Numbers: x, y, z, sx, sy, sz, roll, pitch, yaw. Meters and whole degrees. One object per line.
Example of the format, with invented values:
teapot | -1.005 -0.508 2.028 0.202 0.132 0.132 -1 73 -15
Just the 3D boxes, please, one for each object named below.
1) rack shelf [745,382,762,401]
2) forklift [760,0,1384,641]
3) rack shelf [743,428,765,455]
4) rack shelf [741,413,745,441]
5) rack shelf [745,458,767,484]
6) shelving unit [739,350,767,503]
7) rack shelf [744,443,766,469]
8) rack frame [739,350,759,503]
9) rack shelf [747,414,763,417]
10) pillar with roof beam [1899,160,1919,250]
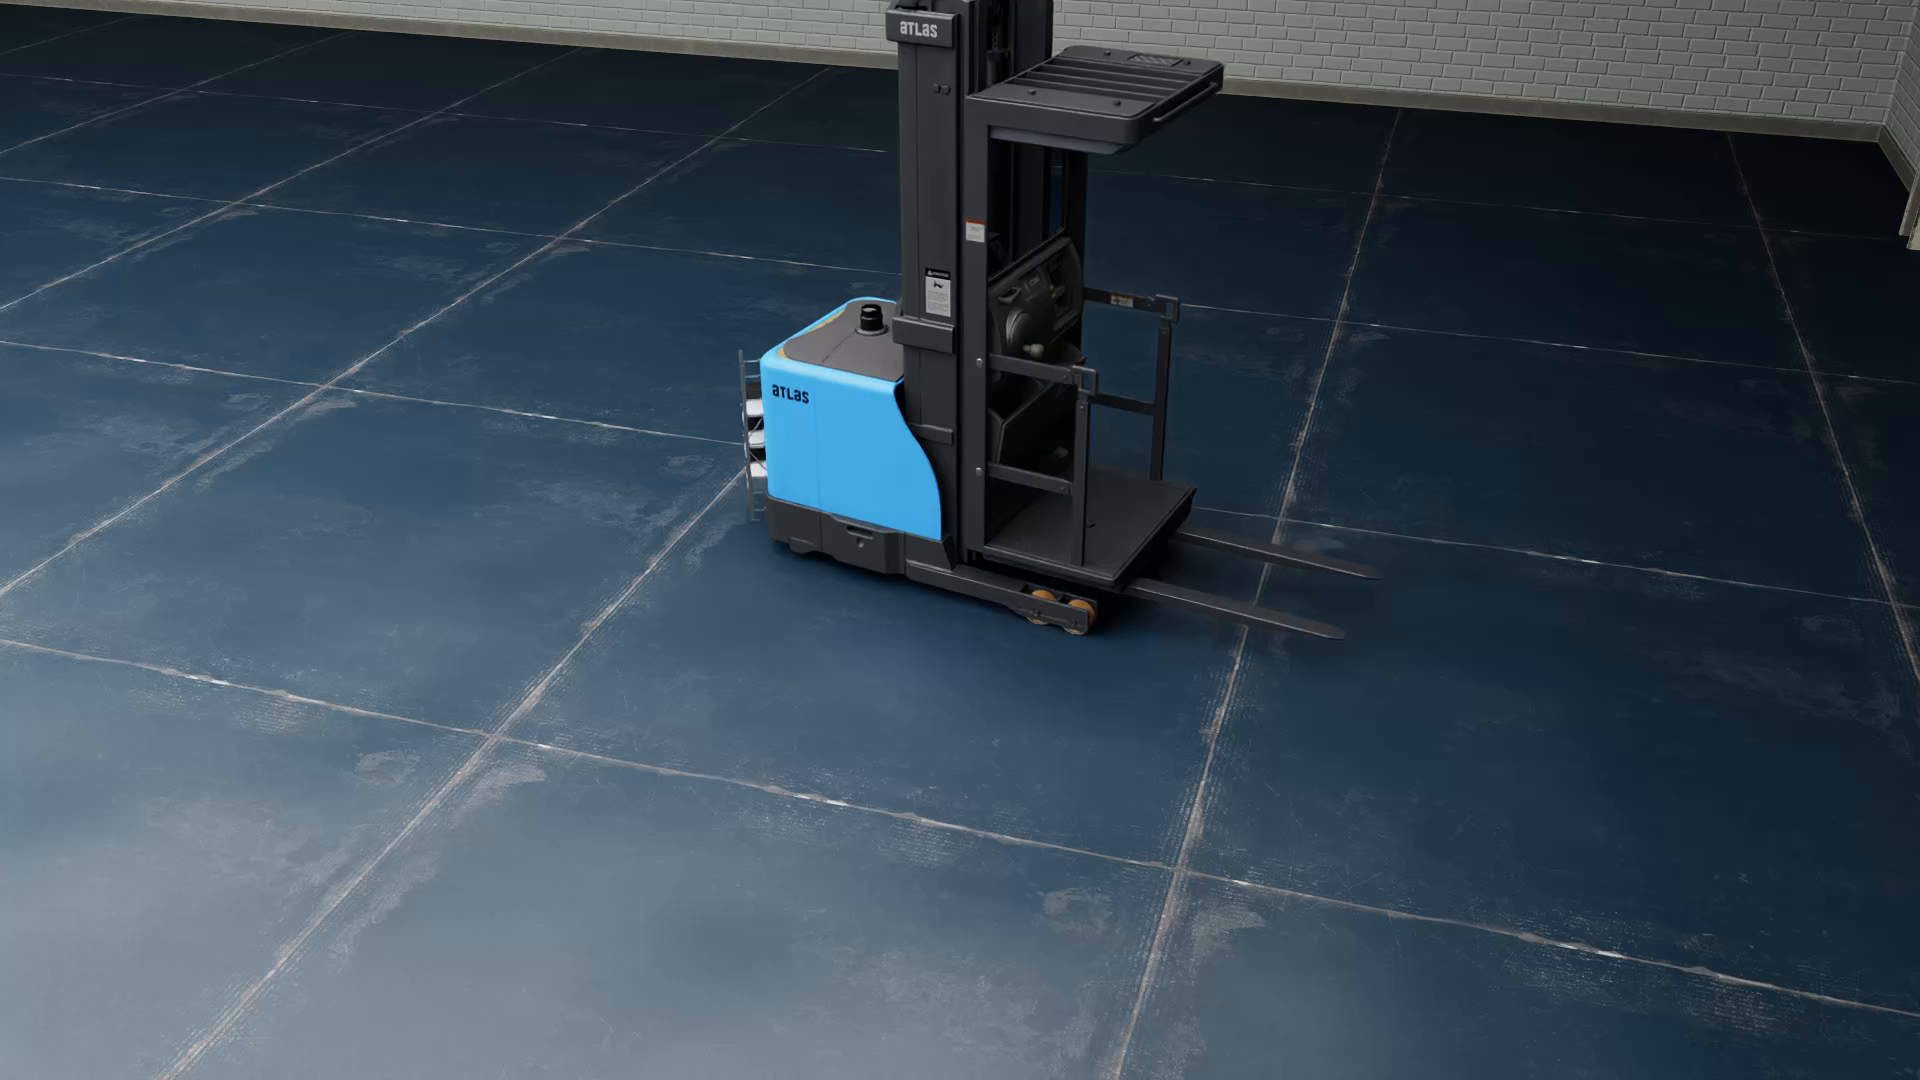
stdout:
rack shelf | -1.022 -0.780 8.698 0.221 0.026 0.190 -4 29 -8
forklift | 0.545 -1.095 7.769 3.031 2.867 1.129 14 32 24
rack shelf | -1.022 -0.526 8.839 0.258 0.077 0.200 -4 29 -8
rack shelf | -1.022 -0.605 8.795 0.258 0.077 0.200 -4 29 -8
rack shelf | -1.022 -0.369 8.927 0.258 0.077 0.200 -4 29 -8
shelving unit | -1.022 -0.557 8.825 0.258 0.900 0.205 -4 29 -8
rack shelf | -1.022 -0.448 8.883 0.258 0.077 0.200 -4 29 -8
rack frame | -1.037 -0.604 8.911 0.240 0.900 0.006 -4 29 -8
rack shelf | -1.022 -0.697 8.744 0.199 0.015 0.184 -4 29 -8
pillar with roof beam | 3.368 -6.852 11.811 9.100 9.000 0.400 8 30 15
